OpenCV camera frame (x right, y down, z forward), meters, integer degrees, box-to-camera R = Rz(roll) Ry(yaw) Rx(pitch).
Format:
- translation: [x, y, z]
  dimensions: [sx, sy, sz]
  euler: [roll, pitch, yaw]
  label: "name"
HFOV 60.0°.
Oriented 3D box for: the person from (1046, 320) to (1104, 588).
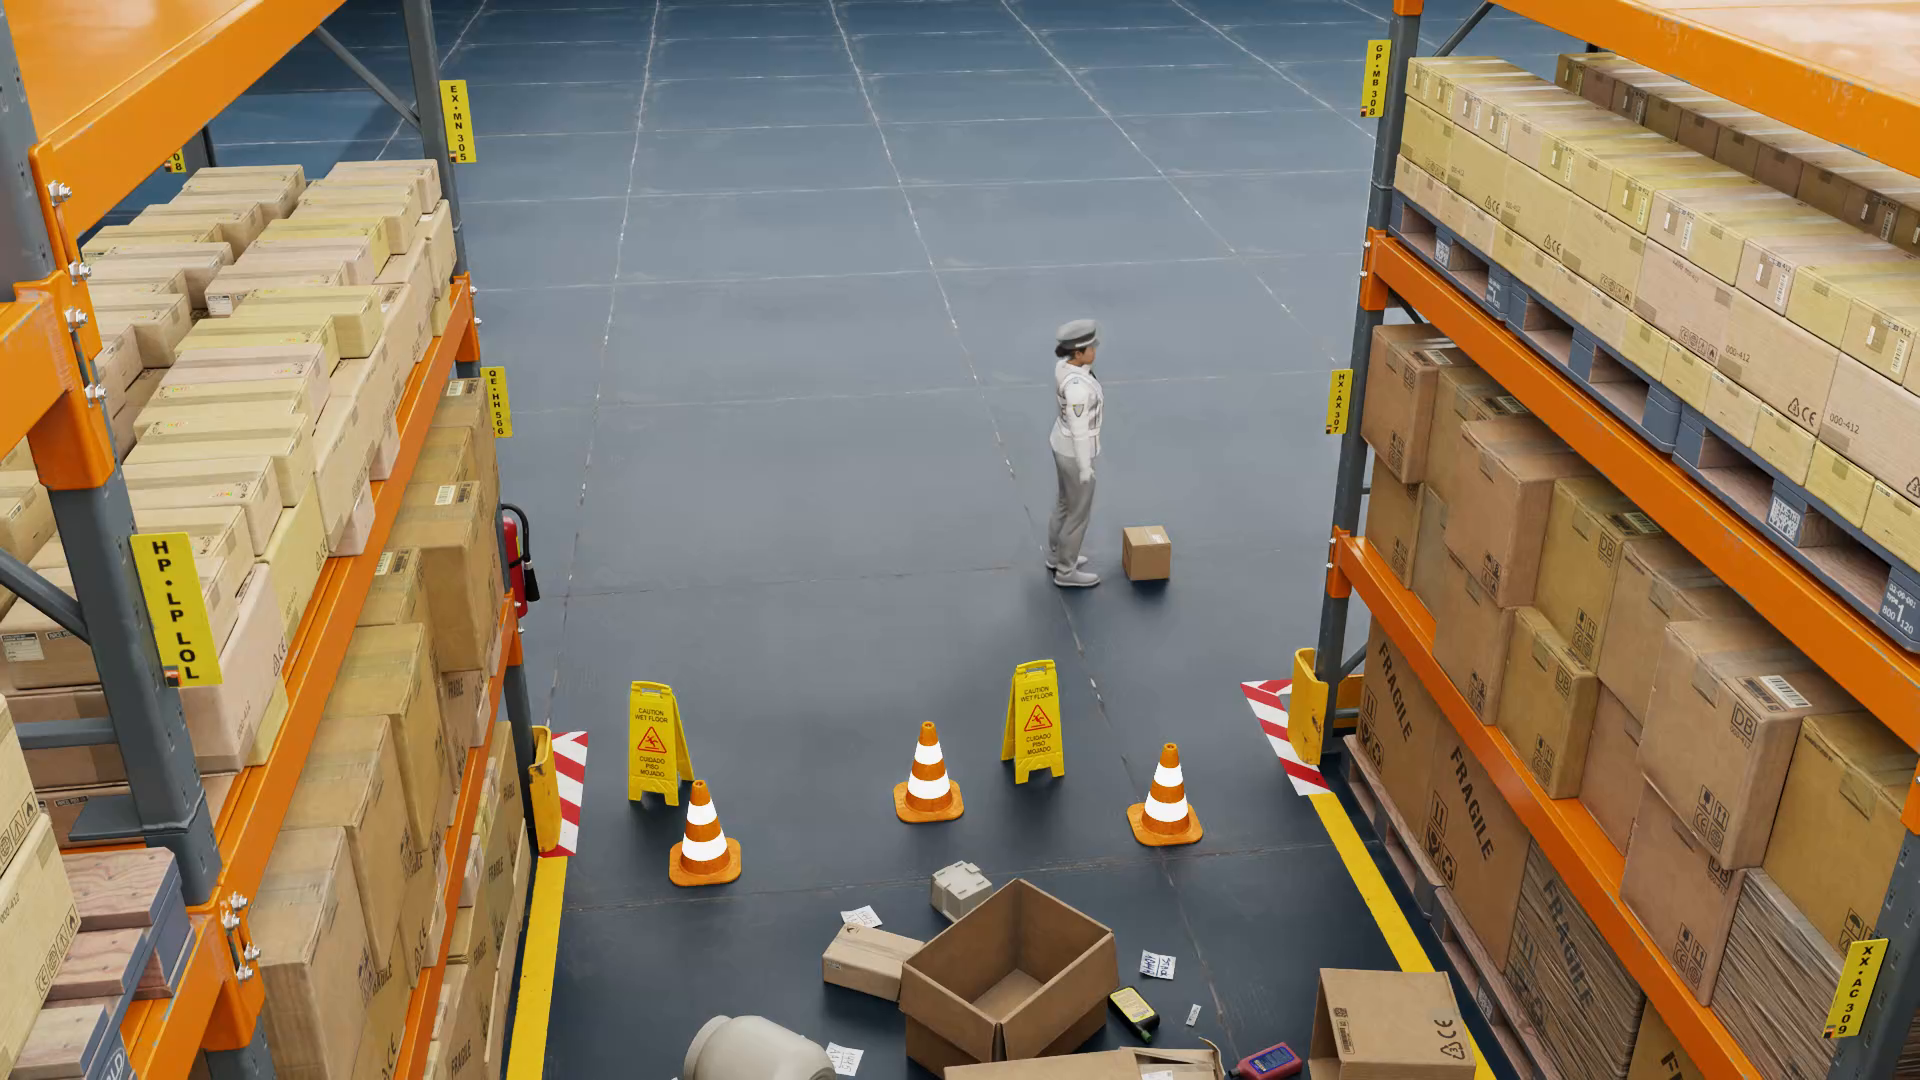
- translation: [0.710, -0.521, 10.096]
  dimensions: [0.337, 1.694, 0.477]
  euler: [-3, 27, -6]
  label: "person"
